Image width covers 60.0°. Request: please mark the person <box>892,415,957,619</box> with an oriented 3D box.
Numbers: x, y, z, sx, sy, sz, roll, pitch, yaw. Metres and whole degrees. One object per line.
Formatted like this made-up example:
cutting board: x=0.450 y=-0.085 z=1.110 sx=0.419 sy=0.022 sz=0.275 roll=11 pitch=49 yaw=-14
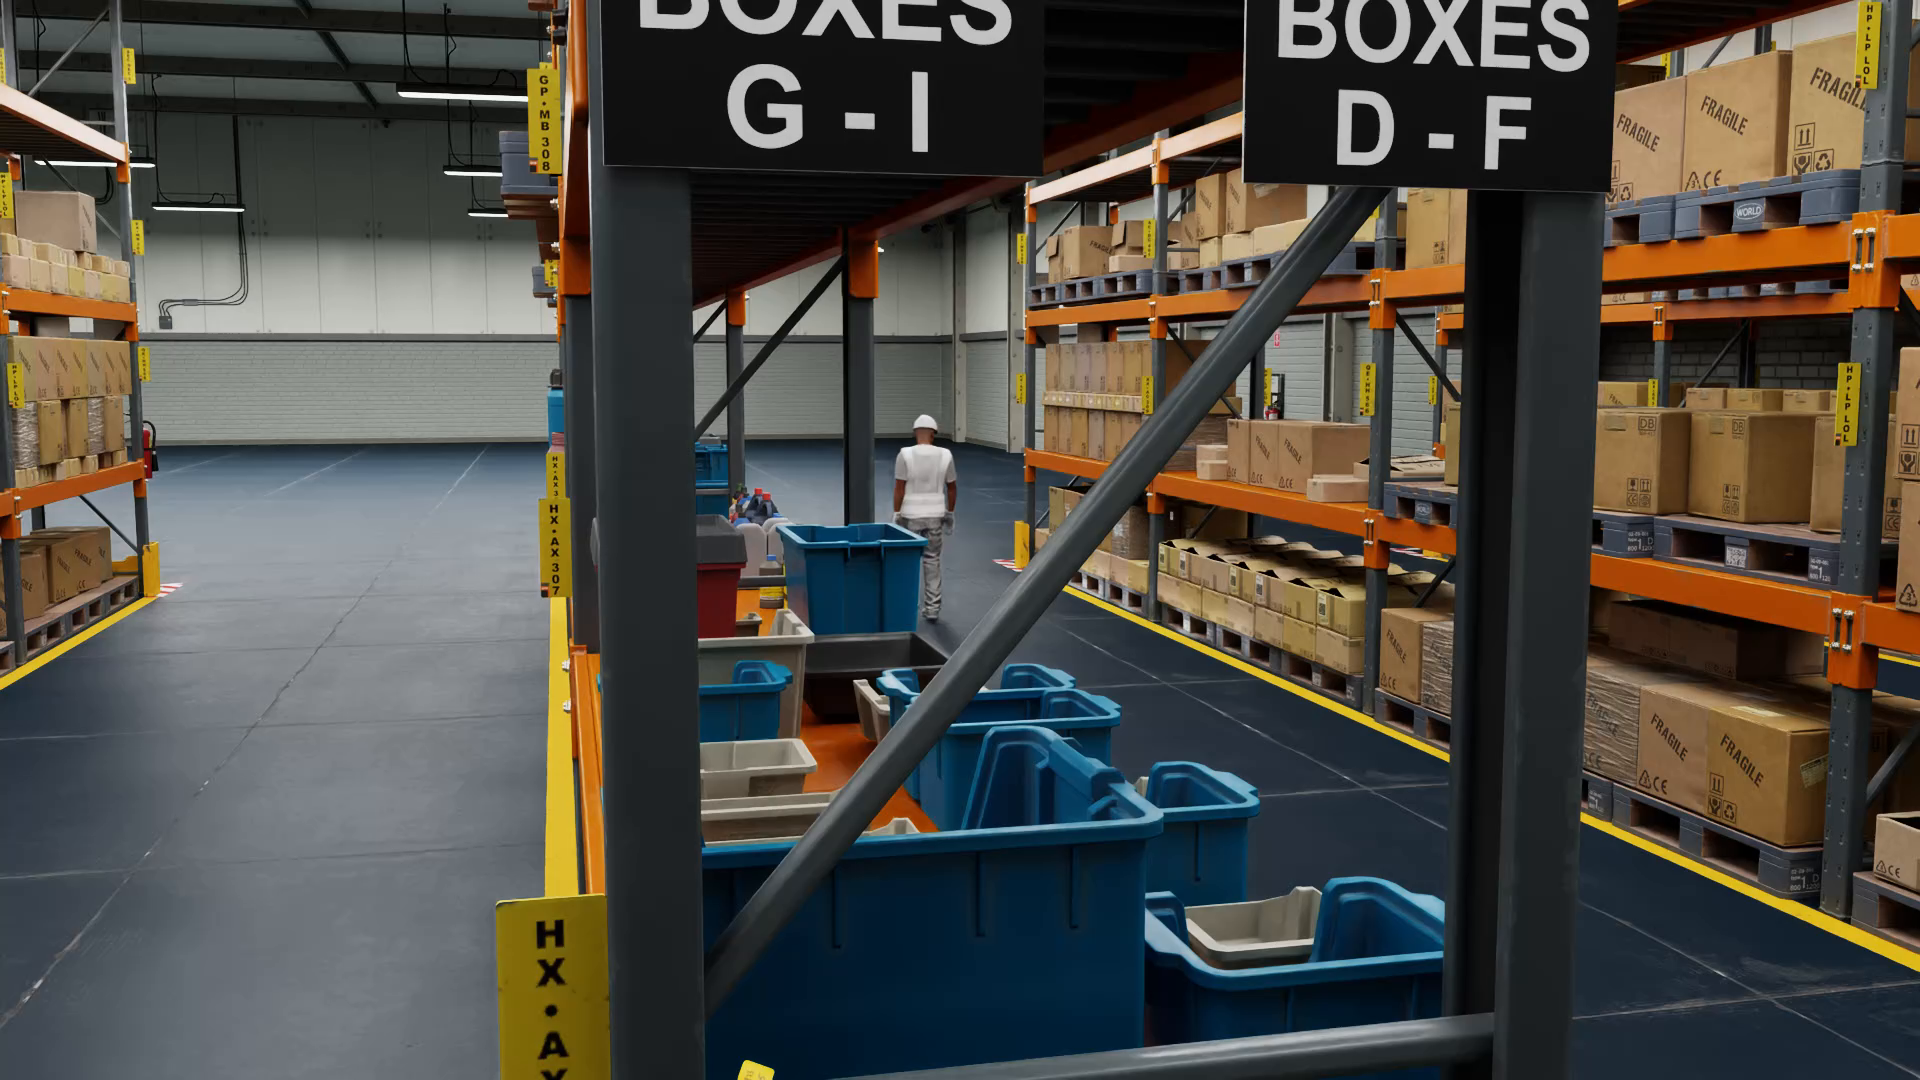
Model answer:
person: x=-0.343 y=-0.172 z=14.505 sx=0.602 sy=1.837 sz=0.450 roll=-2 pitch=6 yaw=-18
